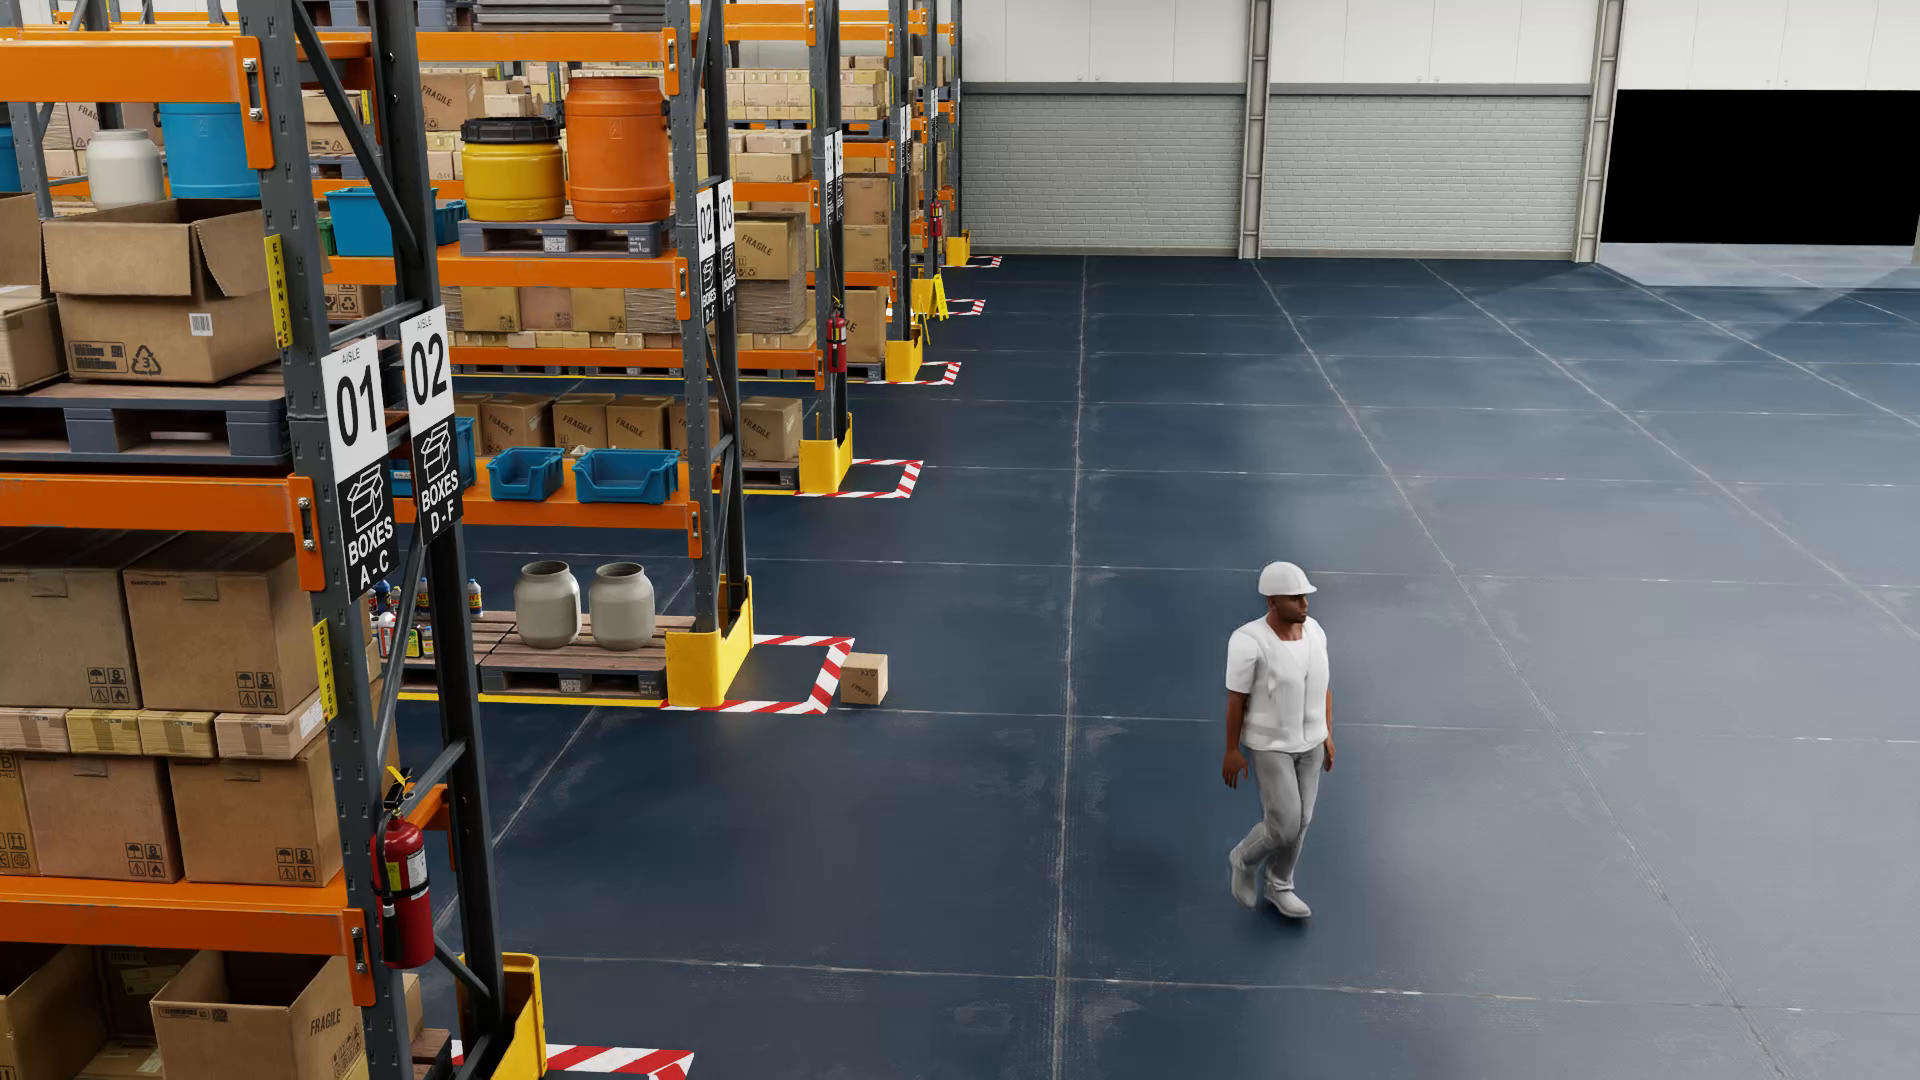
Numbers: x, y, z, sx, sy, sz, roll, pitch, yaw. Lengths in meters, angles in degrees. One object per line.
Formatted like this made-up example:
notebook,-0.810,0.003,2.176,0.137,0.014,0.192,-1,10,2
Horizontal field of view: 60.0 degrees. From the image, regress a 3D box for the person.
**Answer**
person,1.543,0.964,7.844,0.597,1.754,0.481,-9,20,-27
